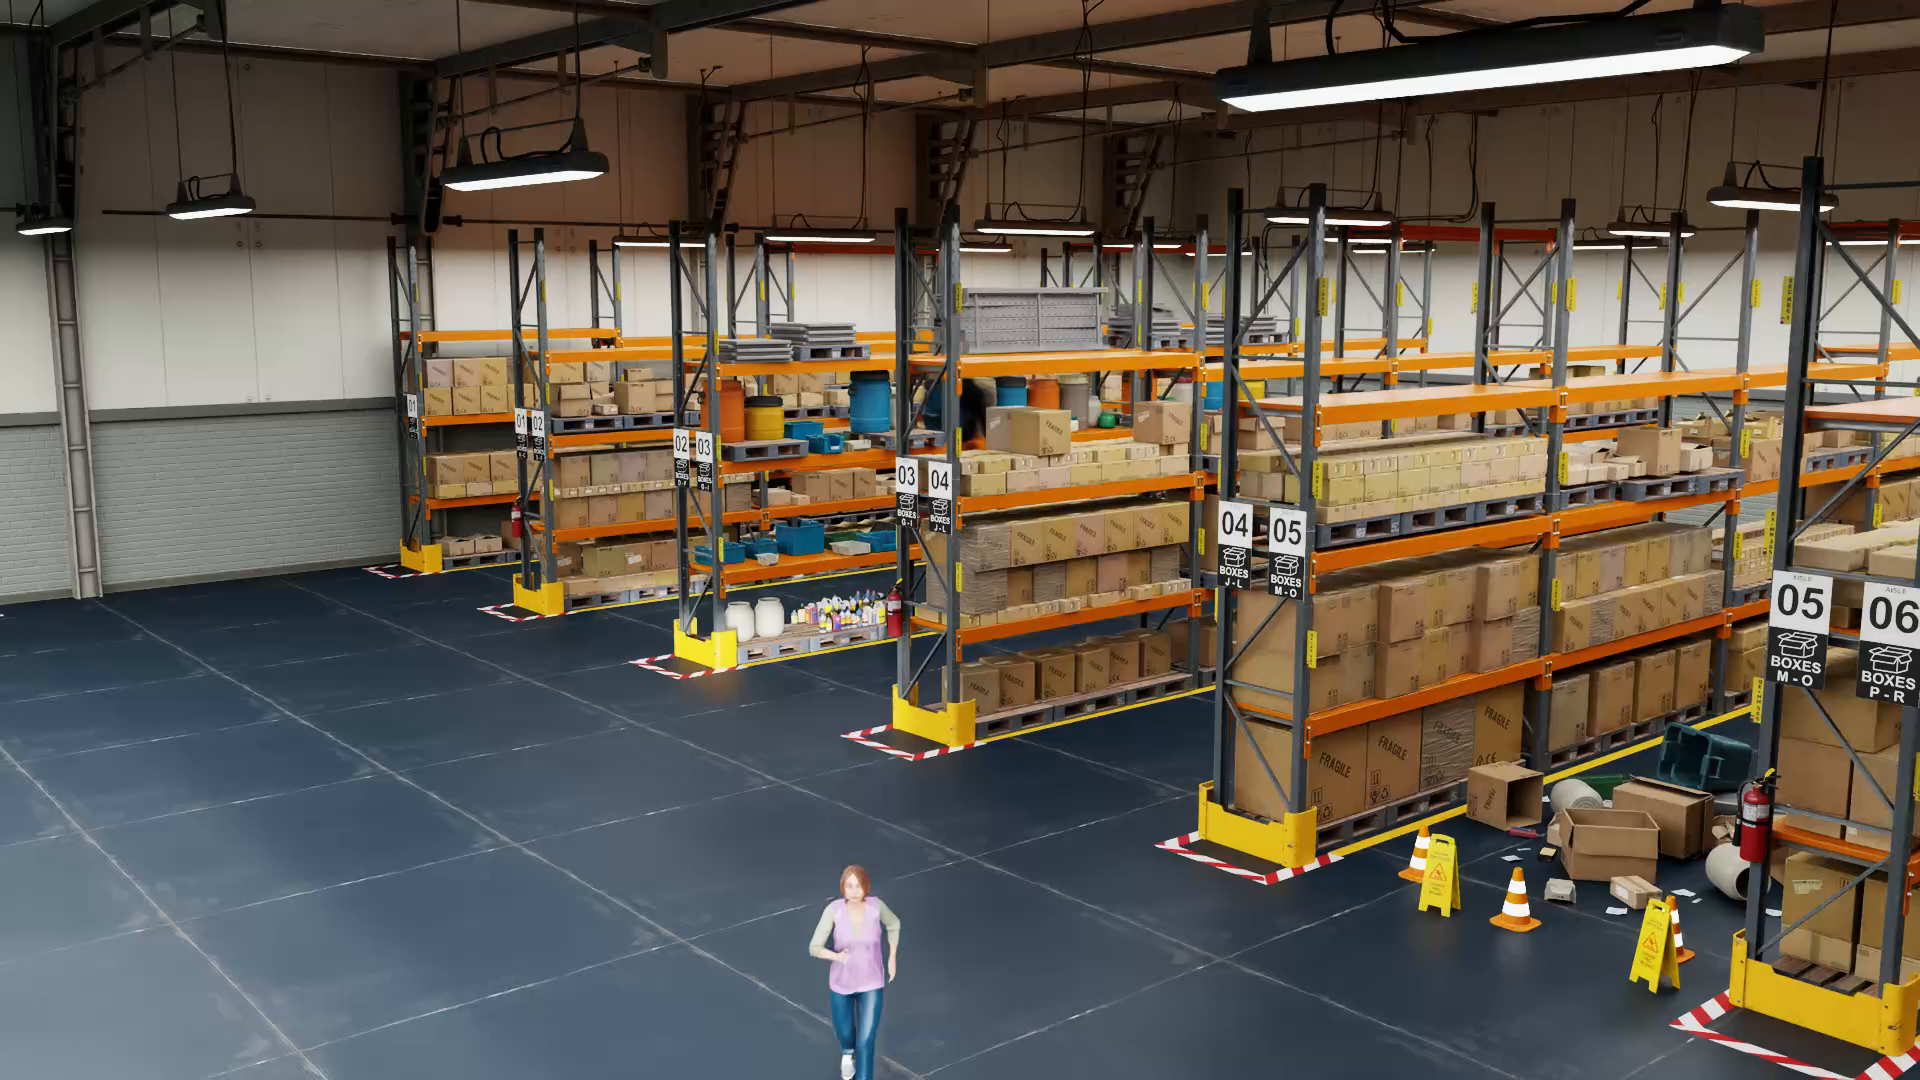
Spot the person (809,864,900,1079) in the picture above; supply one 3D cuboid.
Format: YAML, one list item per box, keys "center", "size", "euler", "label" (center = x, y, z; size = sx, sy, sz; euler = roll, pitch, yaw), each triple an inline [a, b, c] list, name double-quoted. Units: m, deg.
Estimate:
- center: [-0.652, 2.780, 10.378]
  size: [0.565, 1.596, 0.859]
  euler: [0, 9, -3]
  label: "person"
